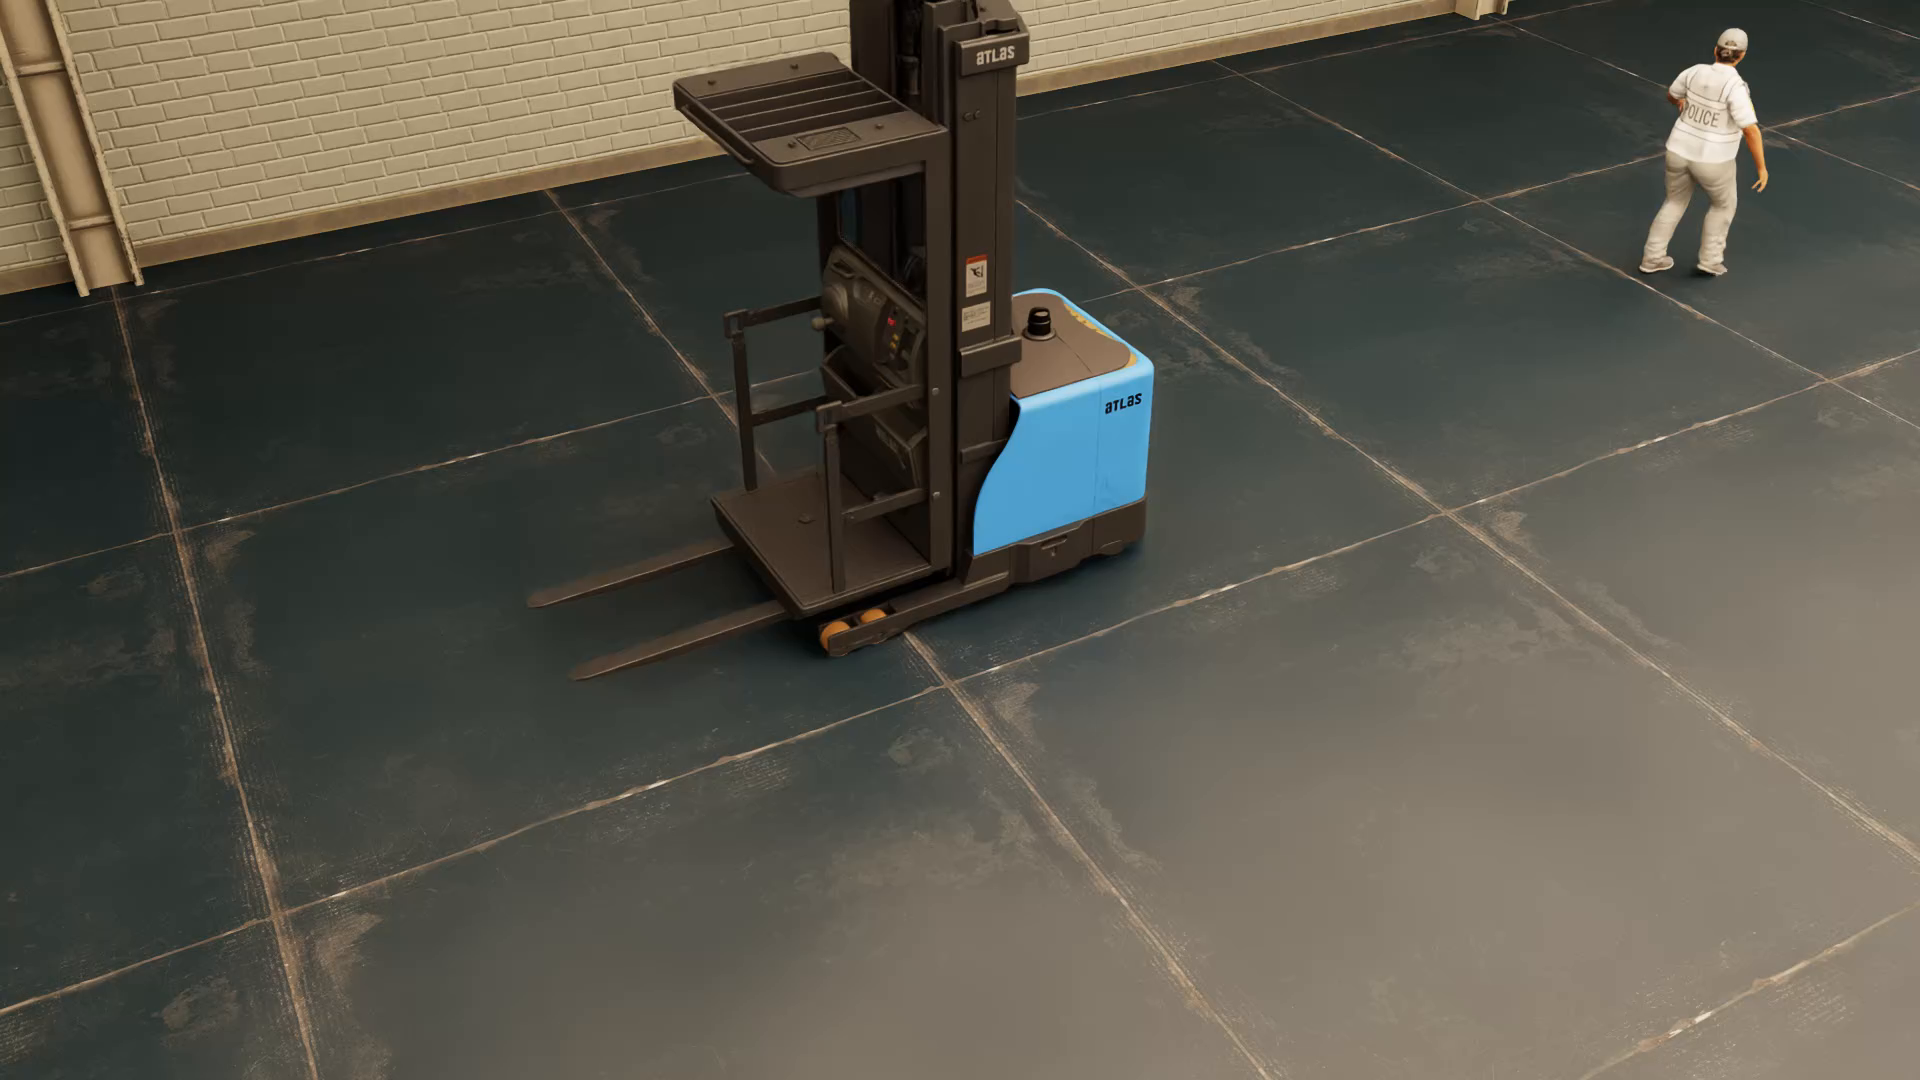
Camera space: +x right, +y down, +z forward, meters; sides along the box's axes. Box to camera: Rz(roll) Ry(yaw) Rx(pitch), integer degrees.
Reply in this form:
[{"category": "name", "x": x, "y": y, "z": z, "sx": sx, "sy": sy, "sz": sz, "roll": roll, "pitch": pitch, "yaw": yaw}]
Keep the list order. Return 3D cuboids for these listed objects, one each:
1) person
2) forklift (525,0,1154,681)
[{"category": "person", "x": 4.890, "y": -2.483, "z": 10.809, "sx": 0.580, "sy": 1.689, "sz": 0.913, "roll": -19, "pitch": 40, "yaw": -25}, {"category": "forklift", "x": -0.581, "y": -0.992, "z": 7.527, "sx": 3.031, "sy": 2.935, "sz": 1.130, "roll": -18, "pitch": 39, "yaw": -24}]
